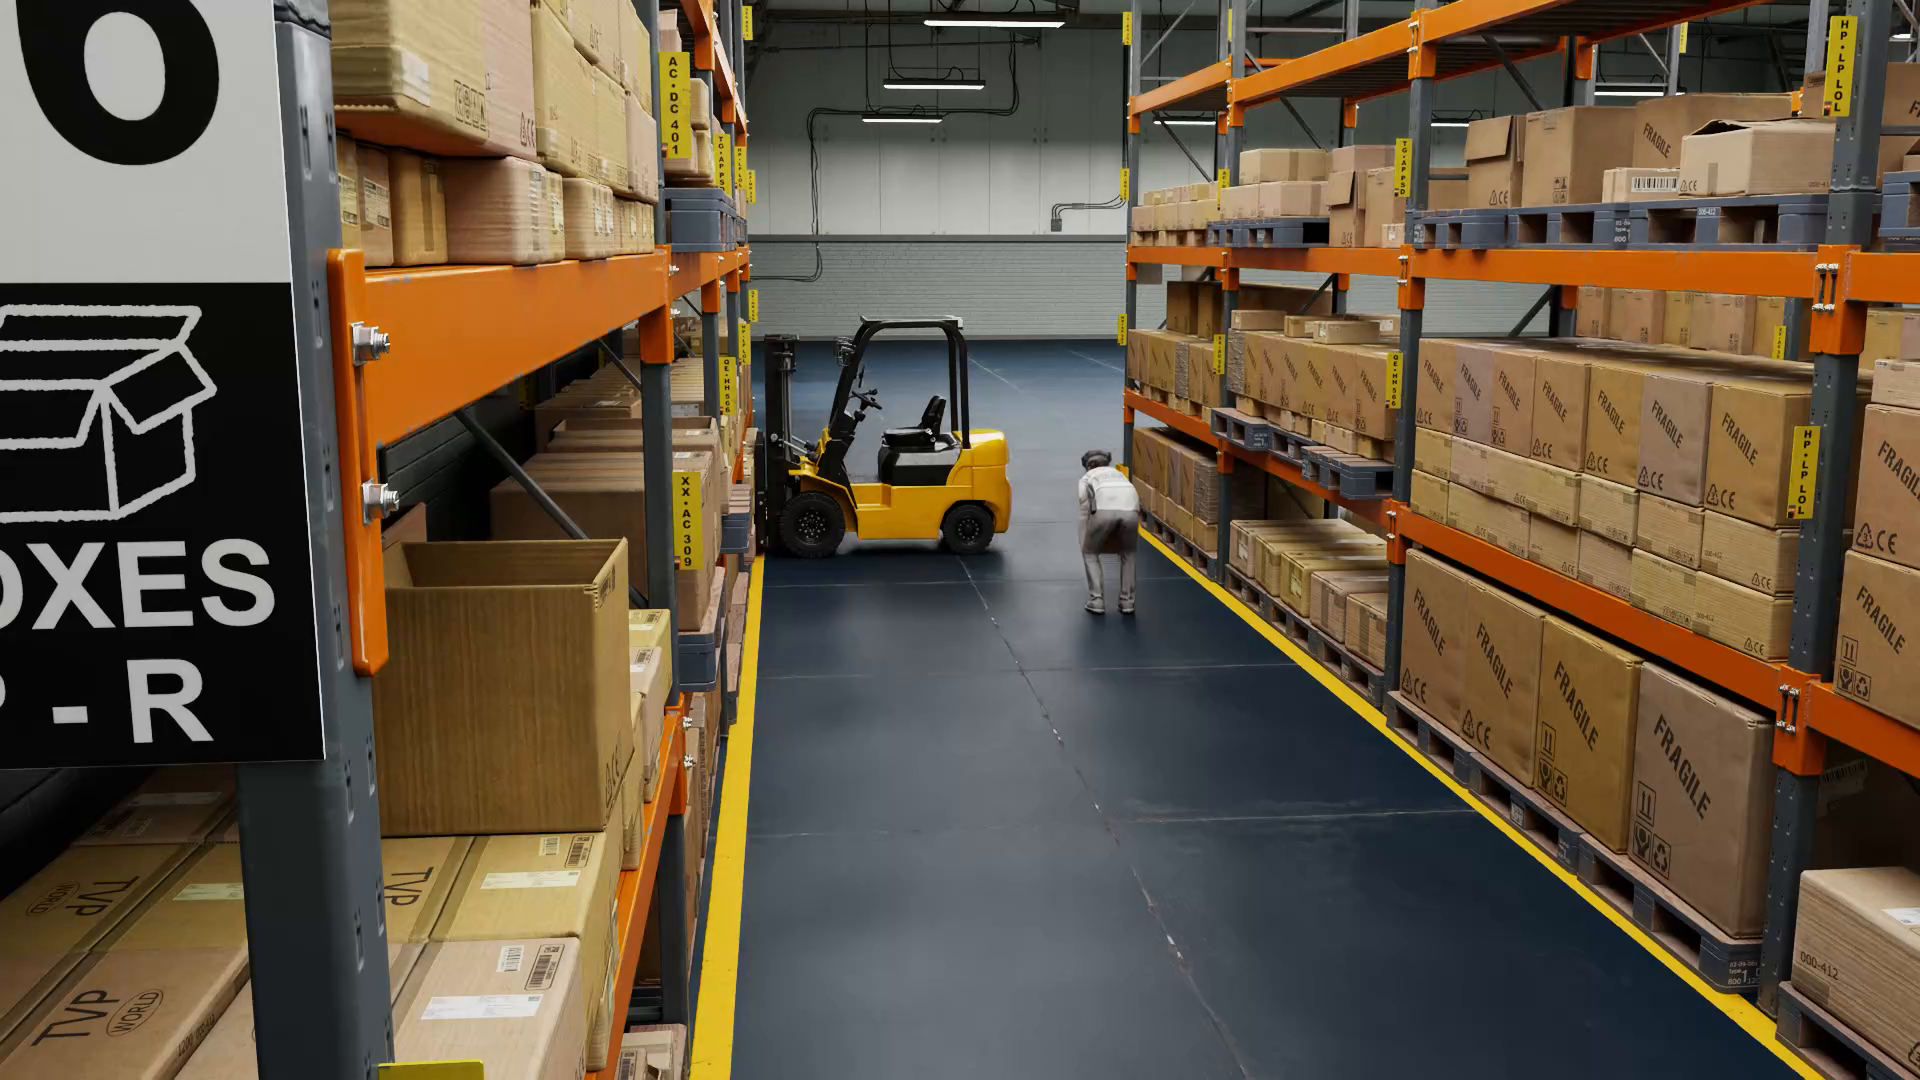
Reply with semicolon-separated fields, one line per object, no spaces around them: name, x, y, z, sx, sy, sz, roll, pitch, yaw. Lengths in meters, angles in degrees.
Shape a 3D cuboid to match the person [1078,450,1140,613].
person;1.153;-0.074;13.112;0.428;1.215;0.903;-1;10;-8
